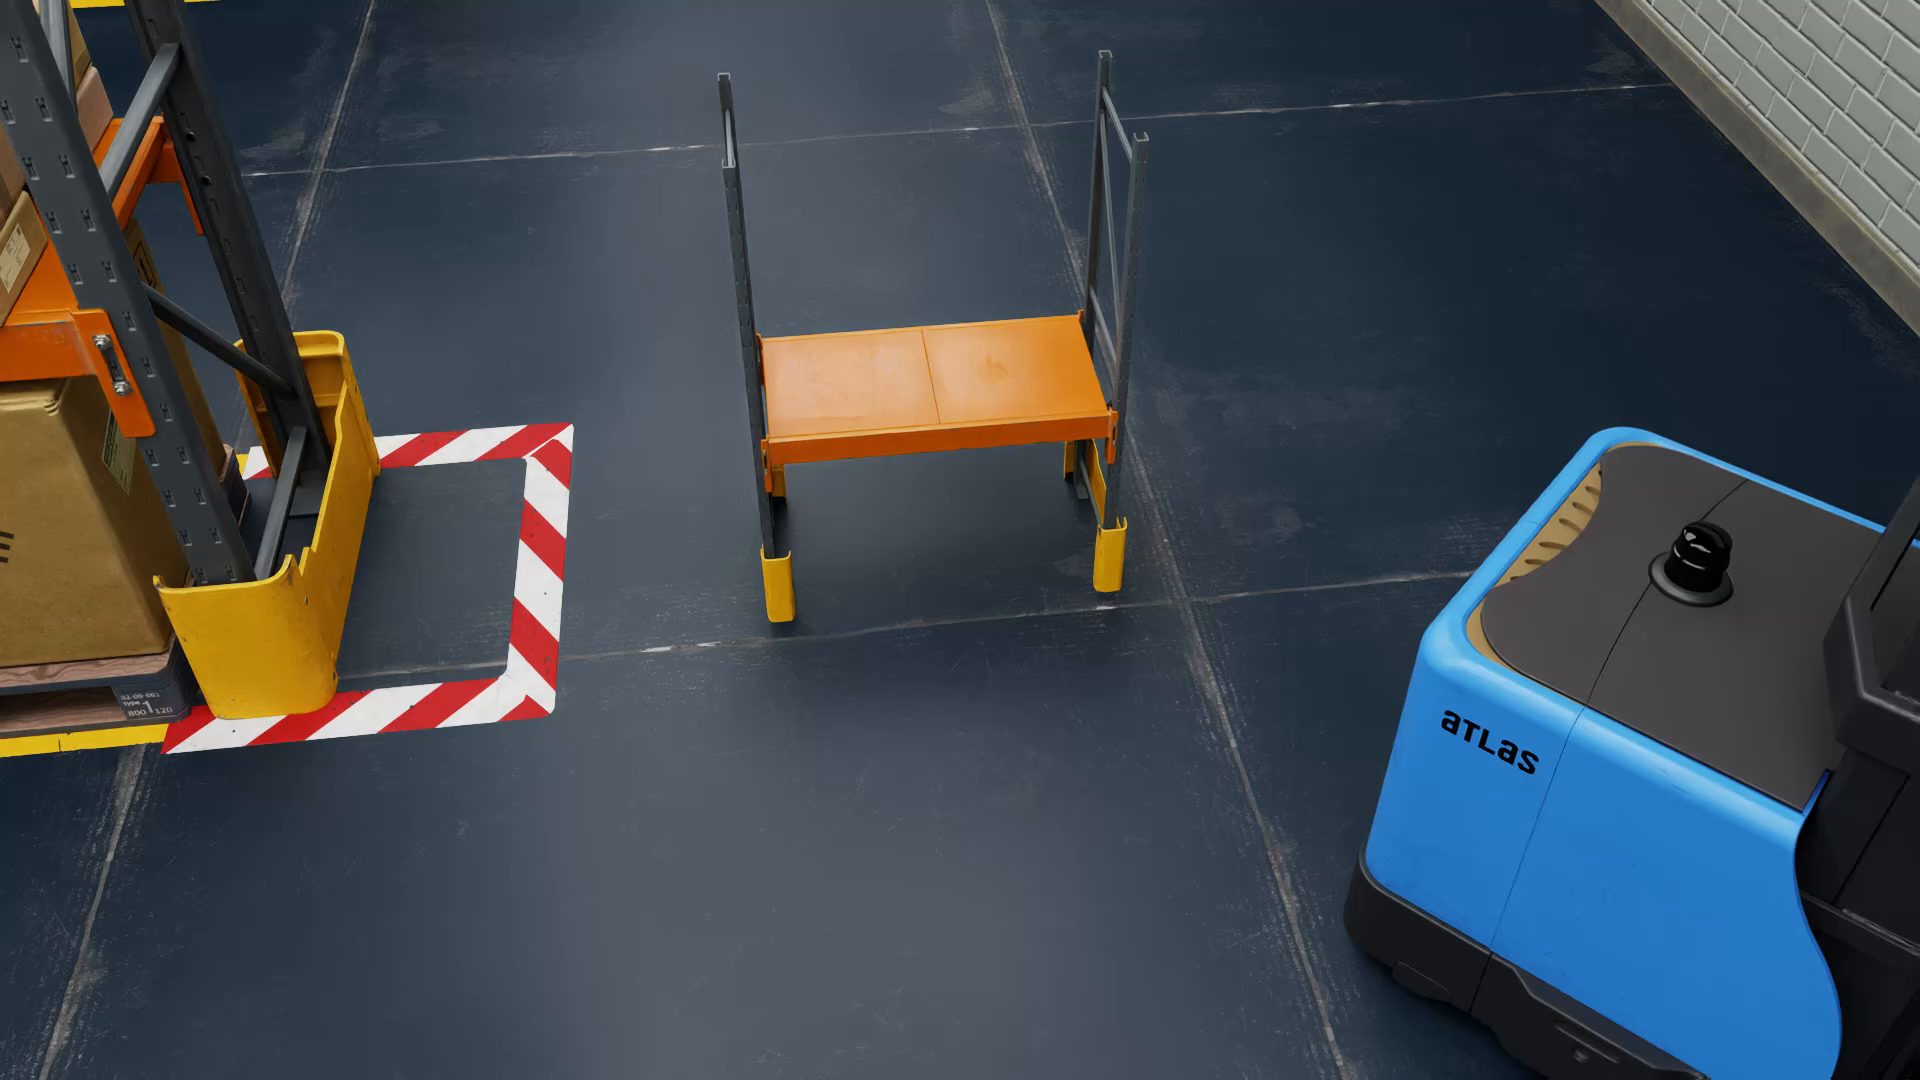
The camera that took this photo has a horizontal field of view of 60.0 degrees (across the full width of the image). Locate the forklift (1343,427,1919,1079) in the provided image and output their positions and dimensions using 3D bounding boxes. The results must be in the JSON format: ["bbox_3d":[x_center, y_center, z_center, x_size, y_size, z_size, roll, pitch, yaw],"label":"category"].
[{"bbox_3d":[2.407,0.287,2.744,3.031,2.935,1.130,29,49,28],"label":"forklift"}]

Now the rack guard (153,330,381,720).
[{"bbox_3d":[-2.027,-0.076,4.961,0.348,0.500,1.175,-5,42,-6],"label":"rack guard"}]

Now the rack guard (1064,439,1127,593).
[{"bbox_3d":[0.418,-0.129,5.207,0.087,0.250,0.587,-5,42,-6],"label":"rack guard"}]

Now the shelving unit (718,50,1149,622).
[{"bbox_3d":[-0.076,-0.550,4.740,1.083,1.500,0.587,-5,42,-6],"label":"shelving unit"}]

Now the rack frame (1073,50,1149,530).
[{"bbox_3d":[0.419,-0.594,4.788,0.032,1.500,0.500,-5,42,-6],"label":"rack frame"}]

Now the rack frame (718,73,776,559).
[{"bbox_3d":[-0.589,-0.505,4.691,0.032,1.500,0.500,-5,42,-6],"label":"rack frame"}]

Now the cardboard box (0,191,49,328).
[{"bbox_3d":[-2.362,-0.659,3.929,0.250,0.149,0.380,-4,42,-5],"label":"cardboard box"}]

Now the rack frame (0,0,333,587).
[{"bbox_3d":[-2.051,-1.002,4.121,0.127,3.000,1.000,-5,42,-6],"label":"rack frame"}]

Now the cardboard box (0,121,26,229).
[{"bbox_3d":[-2.497,-0.838,3.830,0.500,0.250,0.500,-6,42,-6],"label":"cardboard box"}]

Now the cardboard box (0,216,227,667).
[{"bbox_3d":[-2.675,-0.260,4.572,0.875,0.875,0.875,-5,42,-6],"label":"cardboard box"}]

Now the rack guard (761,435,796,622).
[{"bbox_3d":[-0.569,-0.043,5.111,0.087,0.250,0.587,-5,42,-6],"label":"rack guard"}]

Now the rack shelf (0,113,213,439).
[{"bbox_3d":[-4.034,-0.561,4.170,4.000,0.370,1.077,-5,42,-6],"label":"rack shelf"}]

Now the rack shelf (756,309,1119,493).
[{"bbox_3d":[-0.085,-0.416,4.860,1.000,0.185,0.538,-5,42,-6],"label":"rack shelf"}]

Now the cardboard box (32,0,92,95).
[{"bbox_3d":[-2.562,-1.194,4.224,0.500,0.250,0.500,-6,42,-7],"label":"cardboard box"}]

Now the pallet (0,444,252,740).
[{"bbox_3d":[-2.834,0.155,4.921,1.213,0.211,1.003,-5,42,-6],"label":"pallet"}]

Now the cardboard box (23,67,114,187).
[{"bbox_3d":[-2.446,-1.097,4.414,0.250,0.149,0.380,-5,42,-5],"label":"cardboard box"}]
